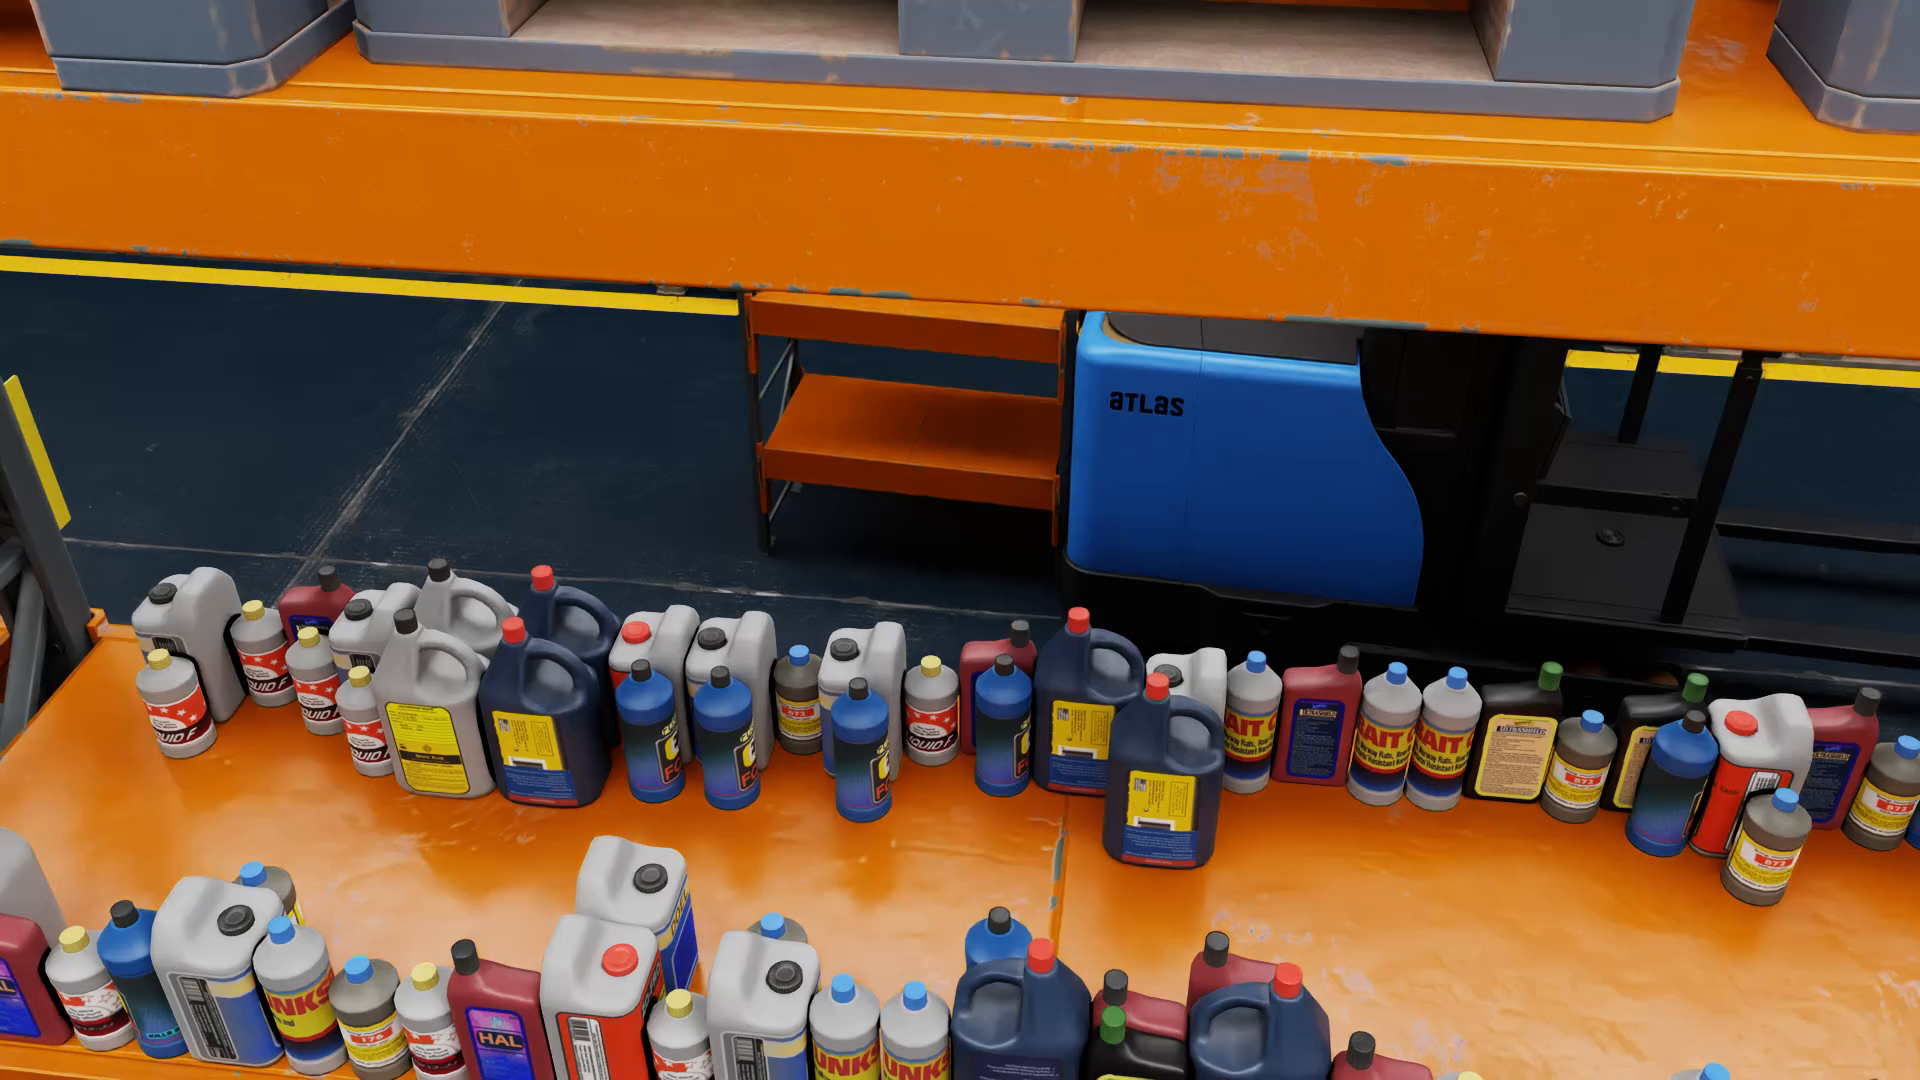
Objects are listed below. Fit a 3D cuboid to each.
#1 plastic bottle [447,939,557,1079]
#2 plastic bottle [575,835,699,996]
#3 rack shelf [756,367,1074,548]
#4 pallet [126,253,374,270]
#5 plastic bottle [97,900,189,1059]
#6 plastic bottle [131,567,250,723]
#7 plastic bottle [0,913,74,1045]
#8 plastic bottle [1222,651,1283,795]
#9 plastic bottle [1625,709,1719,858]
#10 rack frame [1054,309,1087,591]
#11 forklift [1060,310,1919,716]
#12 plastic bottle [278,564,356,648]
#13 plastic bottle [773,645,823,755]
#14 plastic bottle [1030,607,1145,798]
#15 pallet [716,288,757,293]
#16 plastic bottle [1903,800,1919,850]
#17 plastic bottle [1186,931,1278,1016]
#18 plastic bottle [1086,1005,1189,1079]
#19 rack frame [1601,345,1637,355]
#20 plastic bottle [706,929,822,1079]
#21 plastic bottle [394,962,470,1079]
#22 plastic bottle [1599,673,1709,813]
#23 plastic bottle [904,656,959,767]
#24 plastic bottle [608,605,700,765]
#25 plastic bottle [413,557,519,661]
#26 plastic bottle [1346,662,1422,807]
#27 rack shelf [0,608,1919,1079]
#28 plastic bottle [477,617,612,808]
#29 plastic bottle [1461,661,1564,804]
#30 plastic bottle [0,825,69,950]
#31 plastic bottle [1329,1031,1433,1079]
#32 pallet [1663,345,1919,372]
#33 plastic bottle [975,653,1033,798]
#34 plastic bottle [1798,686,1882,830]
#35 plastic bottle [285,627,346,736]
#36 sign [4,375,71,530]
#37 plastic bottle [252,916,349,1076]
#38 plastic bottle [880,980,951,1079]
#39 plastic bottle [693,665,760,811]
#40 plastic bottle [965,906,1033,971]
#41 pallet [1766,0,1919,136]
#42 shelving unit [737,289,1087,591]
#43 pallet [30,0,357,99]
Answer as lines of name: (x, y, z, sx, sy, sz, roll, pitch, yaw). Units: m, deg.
plastic bottle: (-0.637, 0.670, 2.329, 0.133, 0.283, 0.061, 4, 36, 6)
plastic bottle: (-0.479, 0.569, 2.477, 0.135, 0.276, 0.152, 4, 36, 6)
rack shelf: (-0.123, -0.291, 5.610, 1.000, 0.278, 0.538, 7, 36, 9)
pallet: (-3.154, -1.625, 7.845, 1.213, 0.211, 1.003, 4, 36, 6)
plastic bottle: (-1.172, 0.625, 2.403, 0.097, 0.271, 0.097, 0, 36, 0)
plastic bottle: (-1.395, 0.178, 3.026, 0.135, 0.276, 0.152, 4, 36, 6)
plastic bottle: (-1.385, 0.615, 2.407, 0.133, 0.283, 0.061, 4, 36, 6)
plastic bottle: (0.495, 0.305, 2.852, 0.097, 0.271, 0.097, 0, 36, 0)
plastic bottle: (1.174, 0.391, 2.731, 0.097, 0.271, 0.097, 0, 36, 0)
rack frame: (0.376, -0.432, 5.387, 0.032, 1.125, 0.500, 7, 36, 9)
forklift: (1.888, -0.979, 4.598, 3.031, 2.935, 1.130, 6, 36, 9)
plastic bottle: (-1.160, 0.165, 3.036, 0.133, 0.283, 0.061, 4, 36, 6)
plastic bottle: (-0.280, 0.275, 2.953, 0.097, 0.201, 0.097, 0, 36, 0)
plastic bottle: (0.219, 0.265, 2.839, 0.185, 0.351, 0.144, 4, 36, 6)
pallet: (-0.421, -1.421, 7.559, 1.213, 0.211, 1.003, 4, 36, 6)
plastic bottle: (1.641, 0.390, 2.732, 0.097, 0.271, 0.097, 0, 36, 0)
plastic bottle: (0.386, 0.662, 2.340, 0.133, 0.283, 0.061, 4, 36, 6)
plastic bottle: (0.236, 0.735, 2.238, 0.133, 0.283, 0.061, 4, 36, 6)
rack frame: (2.771, -2.274, 6.354, 0.127, 3.000, 1.000, 4, 36, 6)
plastic bottle: (-0.268, 0.674, 2.330, 0.135, 0.276, 0.152, 4, 36, 6)
plastic bottle: (-0.749, 0.685, 2.379, 0.097, 0.201, 0.097, 0, 36, 0)
plastic bottle: (1.166, 0.339, 2.793, 0.133, 0.283, 0.061, 4, 36, 6)
plastic bottle: (-0.050, 0.292, 2.929, 0.097, 0.201, 0.097, 0, 36, 0)
plastic bottle: (-0.532, 0.242, 2.936, 0.135, 0.276, 0.152, 4, 36, 6)
plastic bottle: (-0.874, 0.184, 2.953, 0.185, 0.351, 0.144, 4, 36, 6)
plastic bottle: (0.724, 0.322, 2.828, 0.097, 0.271, 0.097, 0, 36, 0)
rack shelf: (0.157, 0.725, 2.771, 4.000, 0.370, 1.077, 4, 36, 6)
plastic bottle: (-0.709, 0.281, 2.817, 0.185, 0.351, 0.144, 4, 36, 6)
plastic bottle: (0.938, 0.322, 2.817, 0.133, 0.283, 0.061, 4, 36, 6)
plastic bottle: (-1.479, 0.520, 2.482, 0.185, 0.351, 0.144, 4, 36, 6)
plastic bottle: (0.551, 0.759, 2.205, 0.133, 0.283, 0.061, 4, 36, 6)
pallet: (3.546, -1.080, 7.081, 1.213, 0.211, 1.003, 4, 36, 6)
plastic bottle: (0.074, 0.309, 2.846, 0.097, 0.271, 0.097, 0, 36, 0)
plastic bottle: (1.432, 0.359, 2.766, 0.133, 0.283, 0.061, 4, 36, 6)
plastic bottle: (-1.152, 0.246, 2.995, 0.097, 0.201, 0.097, 0, 36, 0)
sign: (-1.755, -0.145, 3.133, 0.005, 0.325, 0.100, 4, 36, 6)
plastic bottle: (-0.942, 0.642, 2.379, 0.097, 0.271, 0.097, 0, 36, 0)
plastic bottle: (-0.060, 0.708, 2.287, 0.097, 0.271, 0.097, 0, 36, 0)
plastic bottle: (-0.396, 0.327, 2.820, 0.097, 0.271, 0.097, 0, 36, 0)
plastic bottle: (0.055, 0.632, 2.393, 0.097, 0.271, 0.097, 0, 36, 0)
pallet: (1.394, -0.677, 1.697, 1.213, 0.211, 1.003, 4, 36, 6)
shelving unit: (-0.123, -0.490, 5.468, 1.048, 1.125, 0.538, 7, 36, 9)
pallet: (-1.037, -0.858, 1.951, 1.003, 0.211, 1.213, 4, 36, 6)
